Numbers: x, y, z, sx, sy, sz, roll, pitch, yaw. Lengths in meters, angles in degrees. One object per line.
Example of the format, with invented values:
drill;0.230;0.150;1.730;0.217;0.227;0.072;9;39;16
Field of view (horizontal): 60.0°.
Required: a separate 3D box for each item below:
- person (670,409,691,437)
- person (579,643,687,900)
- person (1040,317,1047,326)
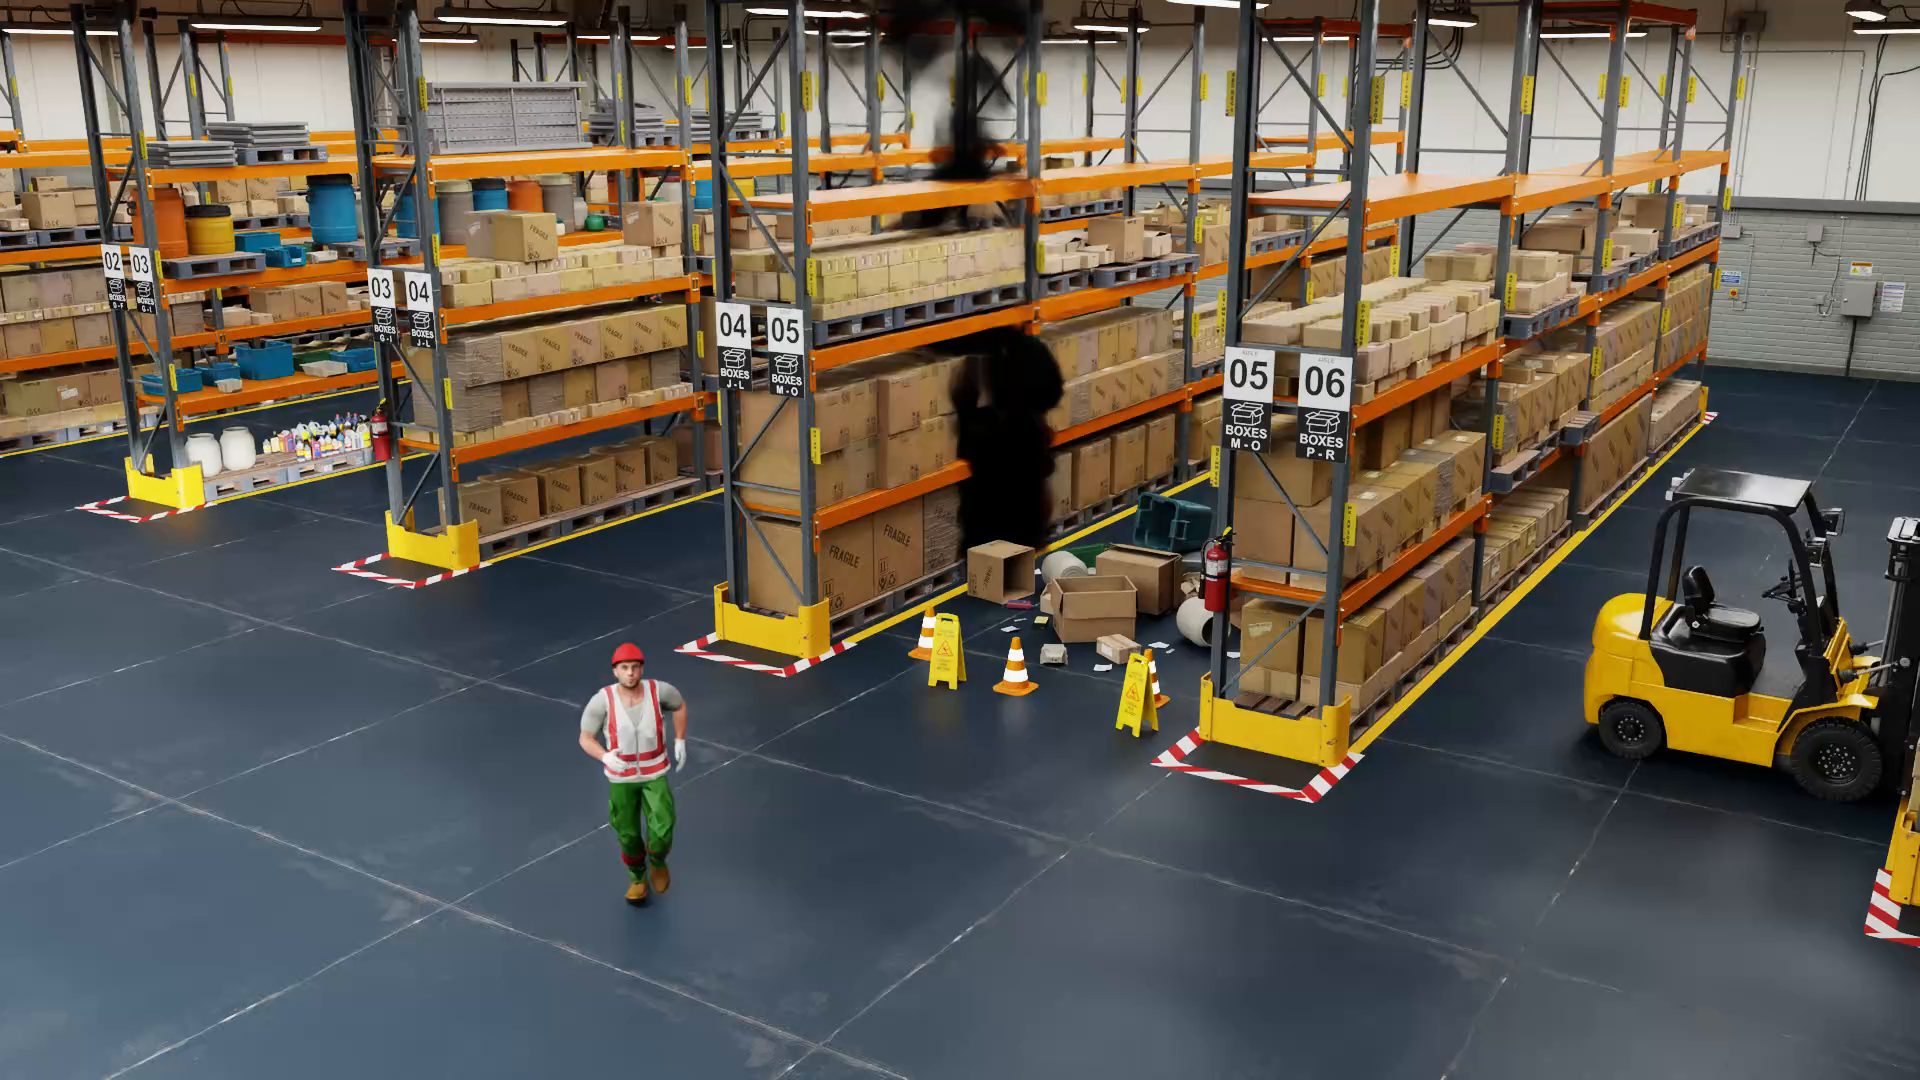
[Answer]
person;-4.144;-2.409;24.826;0.617;1.665;0.696;5;16;18
person;-2.031;1.504;10.480;0.686;1.757;0.620;-4;16;-13
person;1.217;-2.731;25.729;0.661;1.780;0.934;7;17;25
